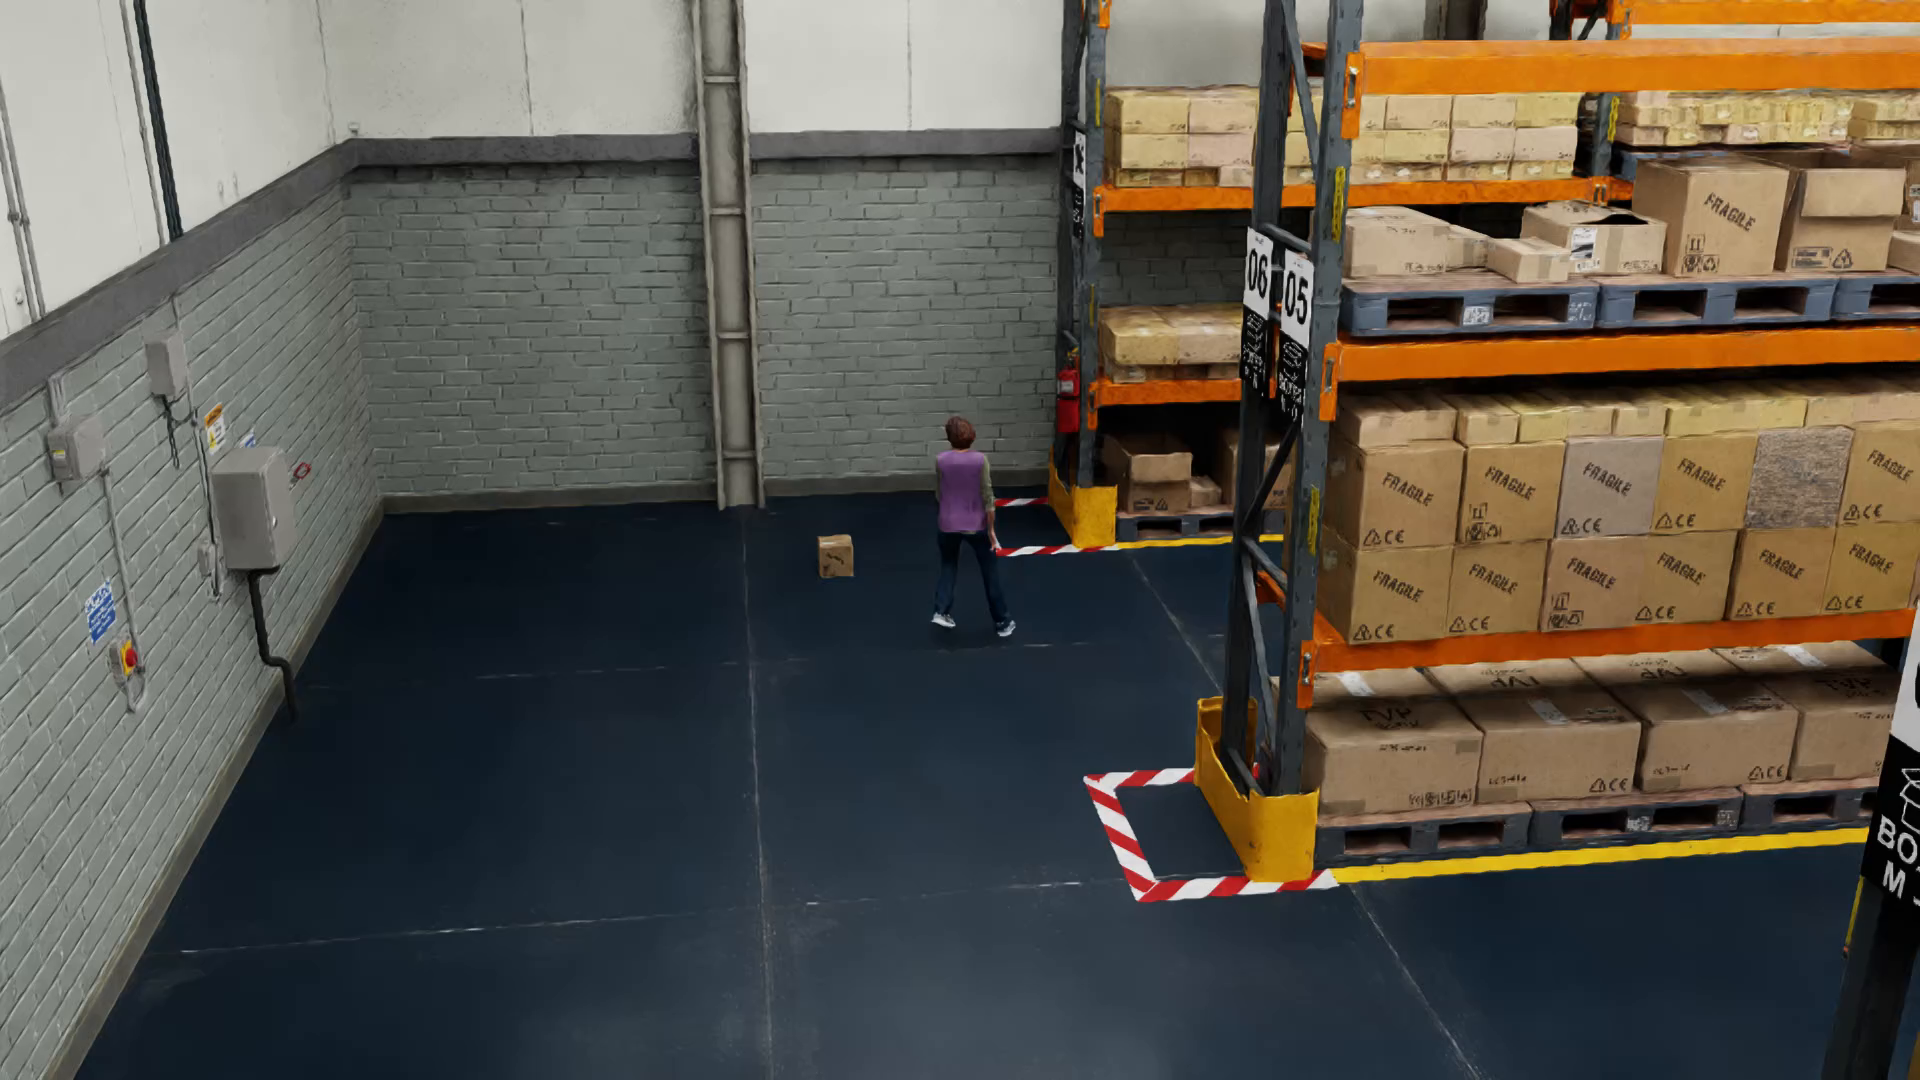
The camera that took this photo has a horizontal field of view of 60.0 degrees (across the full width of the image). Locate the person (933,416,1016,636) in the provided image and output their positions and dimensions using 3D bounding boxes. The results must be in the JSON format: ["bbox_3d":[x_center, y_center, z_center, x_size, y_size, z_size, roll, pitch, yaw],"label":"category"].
[{"bbox_3d":[0.103,-0.077,11.329,0.566,1.567,0.500,1,20,3],"label":"person"}]
